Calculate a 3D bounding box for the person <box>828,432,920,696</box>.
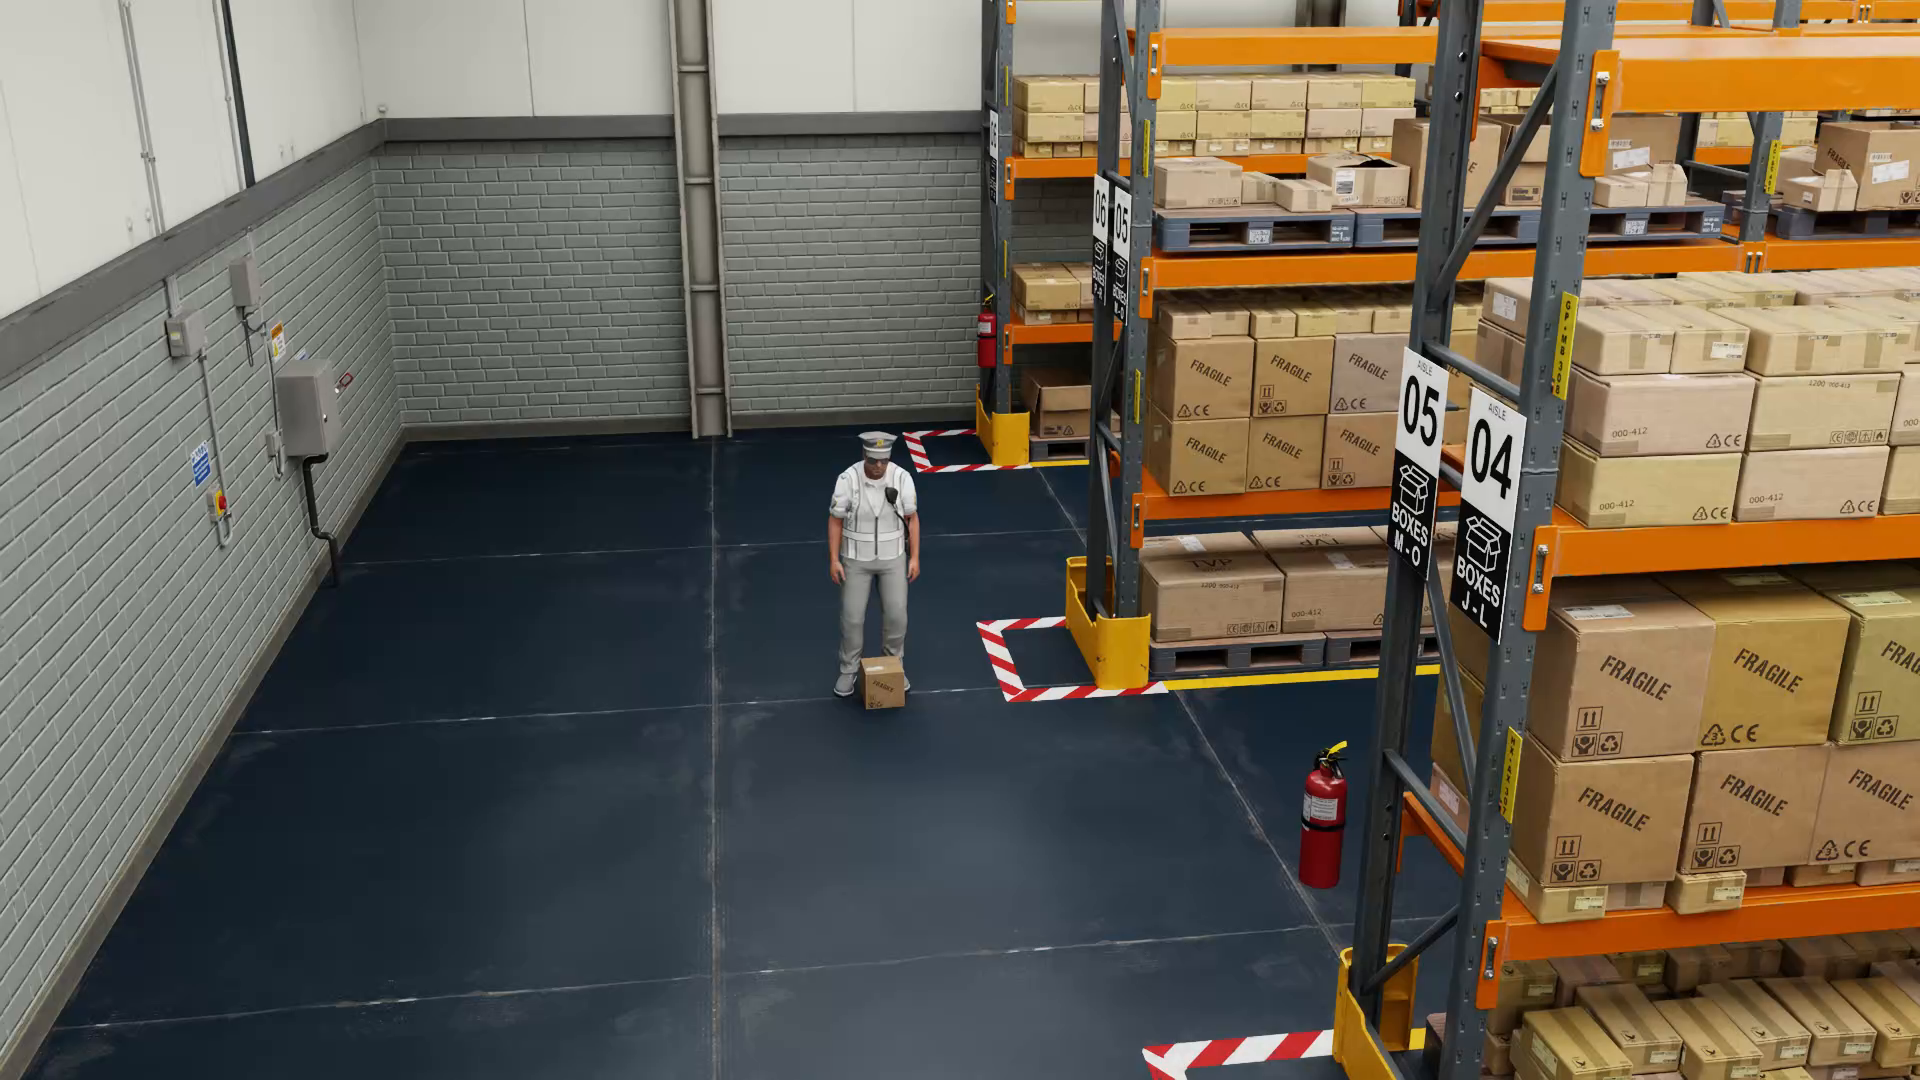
[{"bbox_3d":[-0.552,0.123,10.722,0.590,1.748,0.435,-3,20,-8],"label":"person"}]
